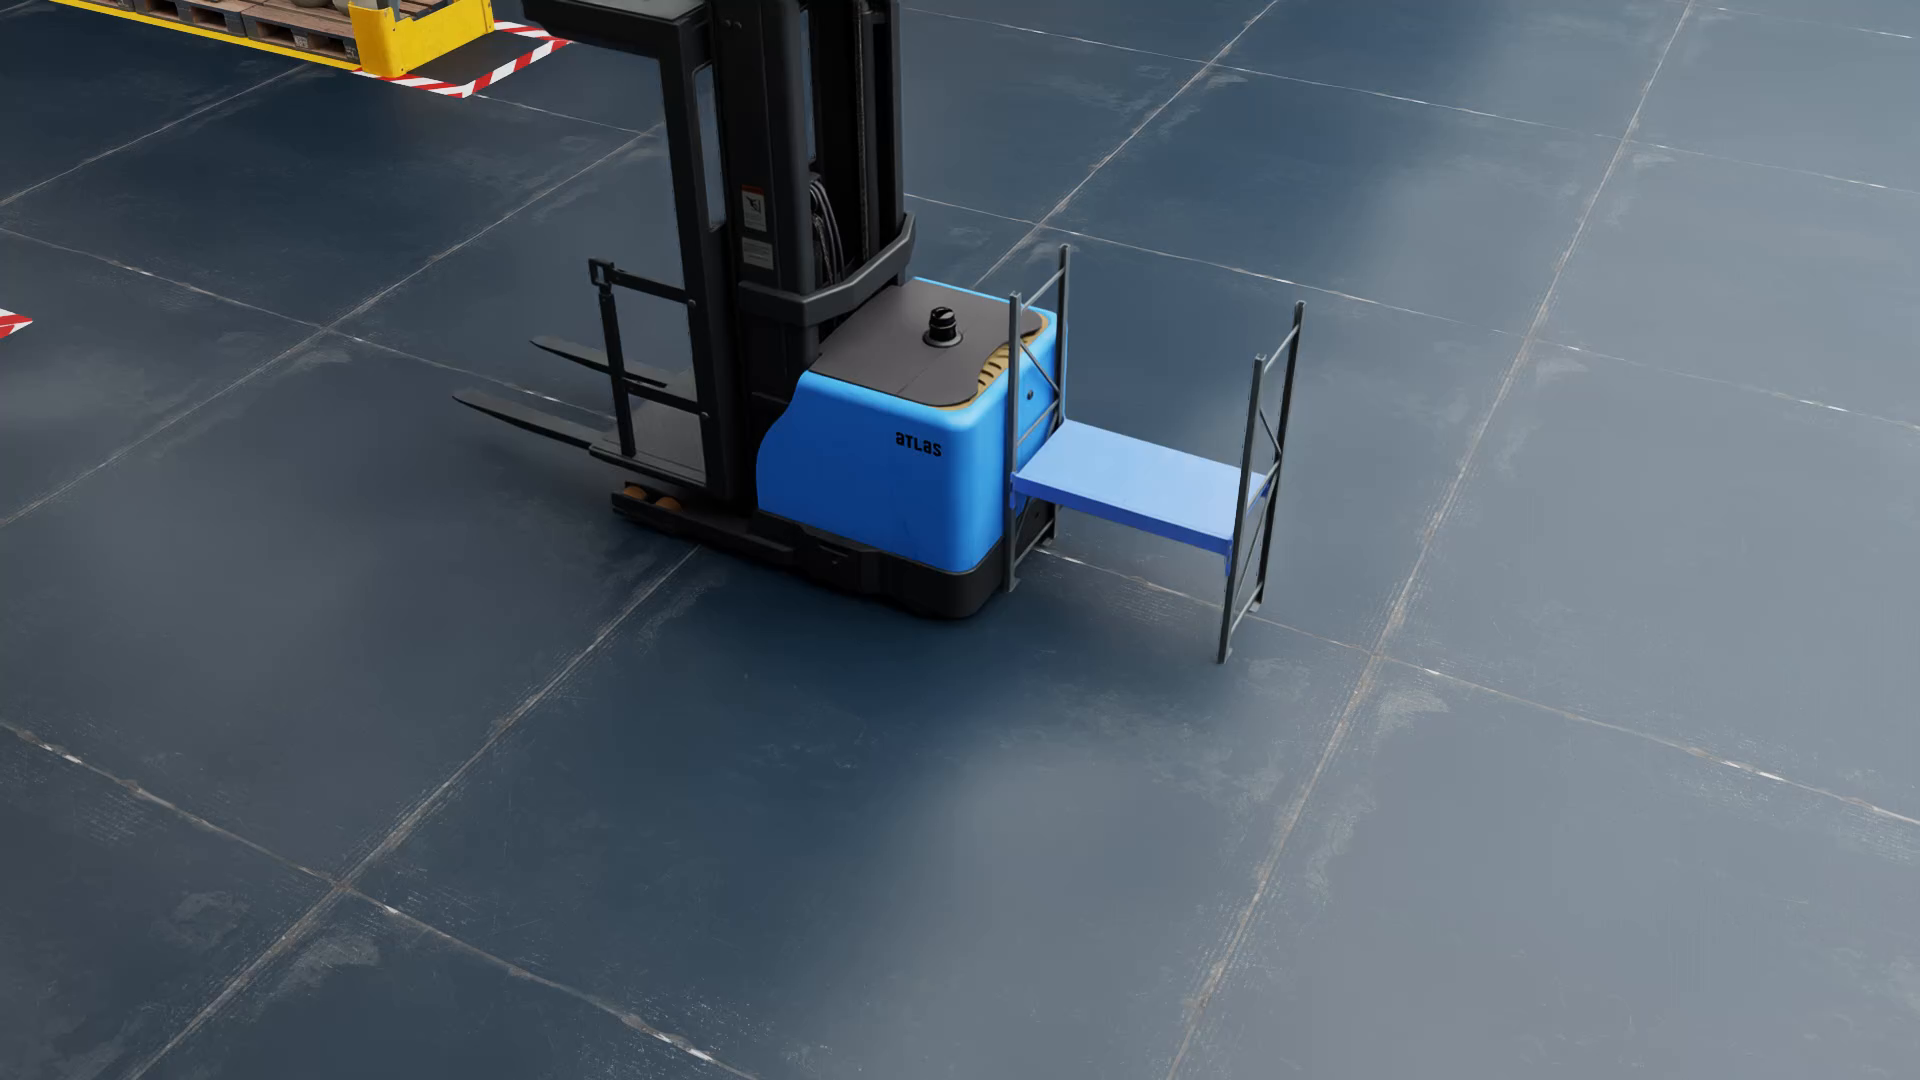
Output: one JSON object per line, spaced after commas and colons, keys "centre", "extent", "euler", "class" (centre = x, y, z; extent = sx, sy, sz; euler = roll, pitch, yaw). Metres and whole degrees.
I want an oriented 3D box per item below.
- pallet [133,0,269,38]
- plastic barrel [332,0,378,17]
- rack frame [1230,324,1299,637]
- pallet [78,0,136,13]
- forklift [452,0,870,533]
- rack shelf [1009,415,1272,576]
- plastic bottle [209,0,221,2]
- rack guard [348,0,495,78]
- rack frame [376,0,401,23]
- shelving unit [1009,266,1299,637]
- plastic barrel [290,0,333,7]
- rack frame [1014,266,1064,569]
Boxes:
{"centre": [-5.836, -4.396, 13.366], "extent": [1.213, 0.211, 1.003], "euler": [17, 41, 21], "class": "pallet"}
{"centre": [-4.568, -4.260, 12.591], "extent": [0.421, 0.512, 0.421], "euler": [0, 37, 0], "class": "plastic barrel"}
{"centre": [1.223, -0.204, 6.779], "extent": [0.013, 1.308, 0.475], "euler": [18, 41, 22], "class": "rack frame"}
{"centre": [-6.923, -4.734, 13.812], "extent": [1.213, 0.211, 1.003], "euler": [17, 41, 21], "class": "pallet"}
{"centre": [-1.057, -1.464, 7.255], "extent": [3.031, 2.935, 1.121], "euler": [18, 41, 22], "class": "forklift"}
{"centre": [0.774, -0.205, 7.077], "extent": [1.000, 0.185, 0.538], "euler": [18, 41, 22], "class": "rack shelf"}
{"centre": [-5.781, -4.278, 12.855], "extent": [0.097, 0.201, 0.097], "euler": [0, 37, 0], "class": "plastic bottle"}
{"centre": [-4.038, -3.942, 12.530], "extent": [0.348, 0.500, 1.175], "euler": [17, 41, 21], "class": "rack guard"}
{"centre": [-3.949, -4.942, 11.779], "extent": [0.127, 3.000, 1.000], "euler": [17, 41, 21], "class": "rack frame"}
{"centre": [0.774, -0.348, 6.968], "extent": [1.030, 1.308, 0.538], "euler": [18, 41, 22], "class": "shelving unit"}
{"centre": [-5.013, -4.399, 12.775], "extent": [0.421, 0.512, 0.421], "euler": [0, 37, 0], "class": "plastic barrel"}
{"centre": [0.326, -0.494, 7.160], "extent": [0.013, 1.308, 0.475], "euler": [18, 41, 22], "class": "rack frame"}
